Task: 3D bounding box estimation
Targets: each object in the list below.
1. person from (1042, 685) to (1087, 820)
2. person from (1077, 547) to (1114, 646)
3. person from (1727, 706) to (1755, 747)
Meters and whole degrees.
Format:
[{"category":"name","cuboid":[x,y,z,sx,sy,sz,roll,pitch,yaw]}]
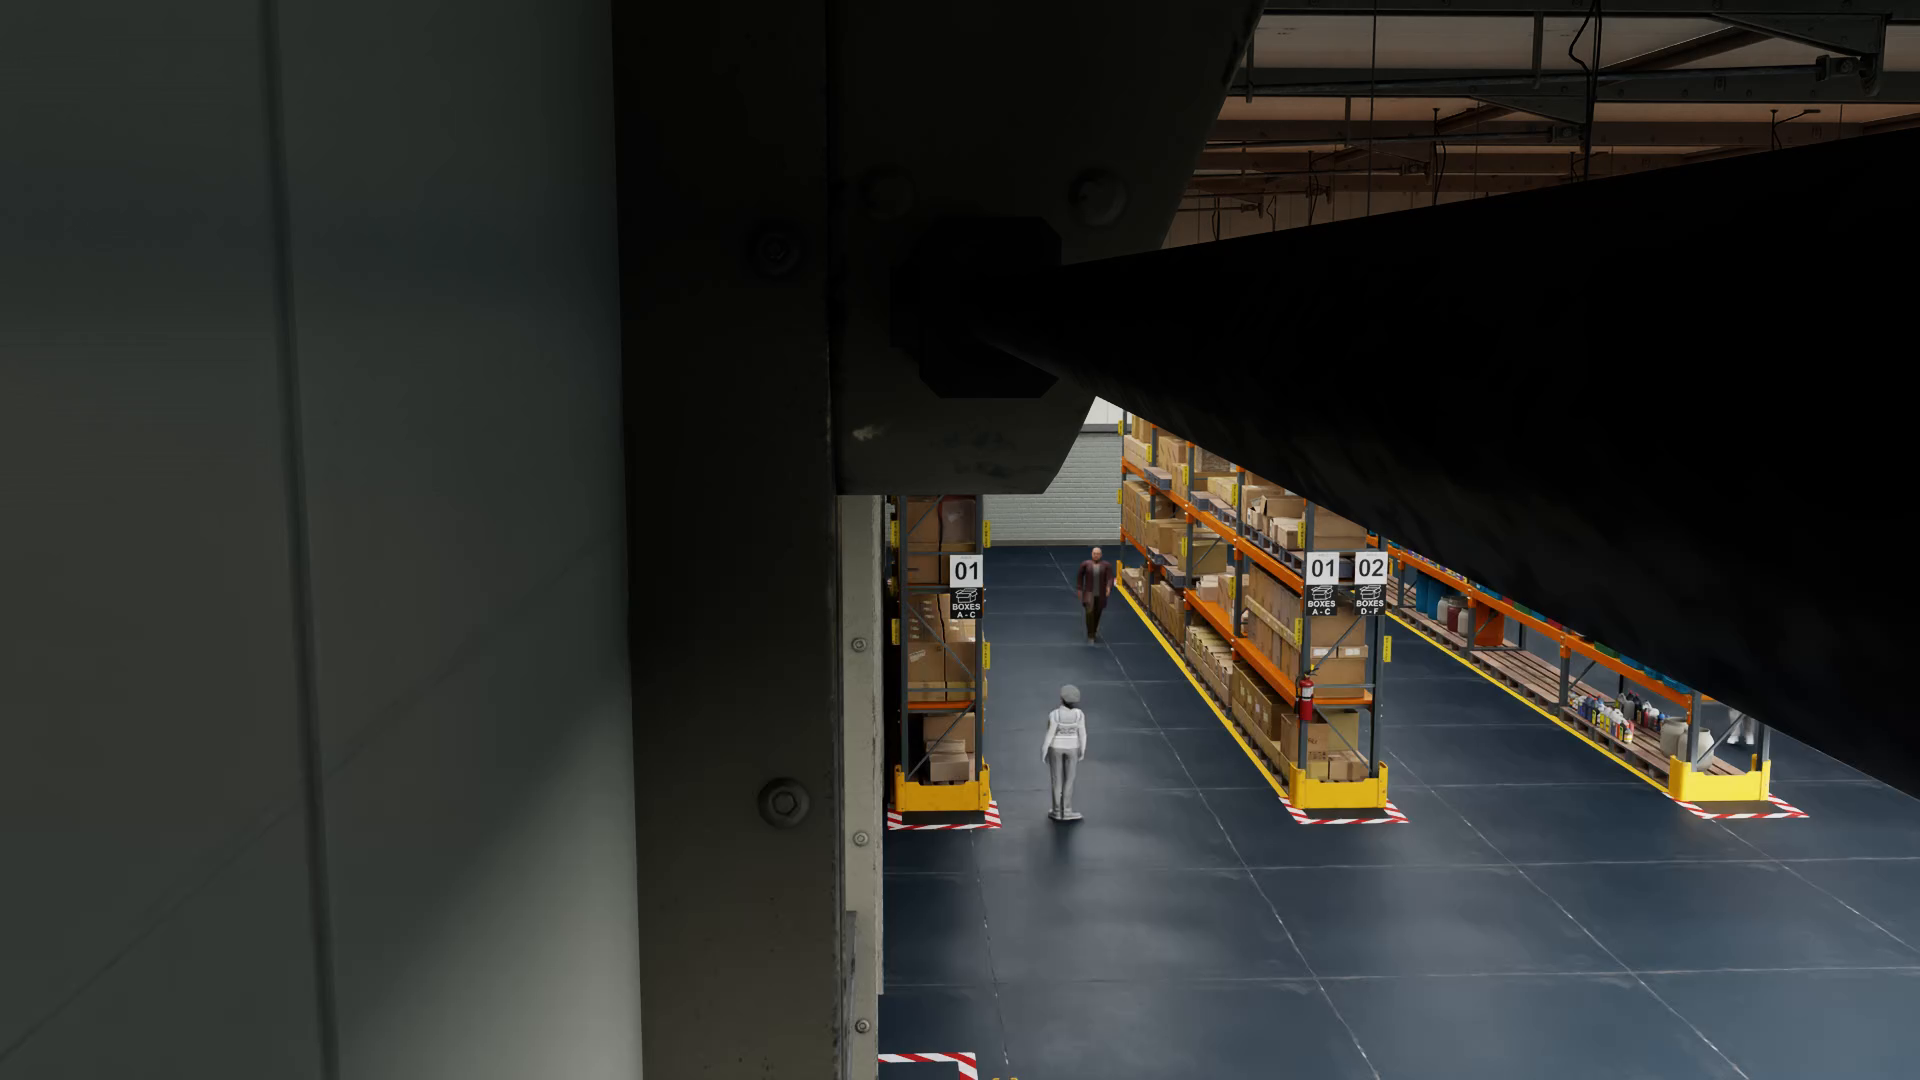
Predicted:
[{"category":"person","cuboid":[1.261,2.555,20.061,0.537,1.686,0.468,1,8,4]},{"category":"person","cuboid":[2.482,1.034,30.456,0.658,1.805,0.919,0,8,-2]},{"category":"person","cuboid":[11.044,2.054,23.544,0.502,1.687,0.542,7,11,40]}]
